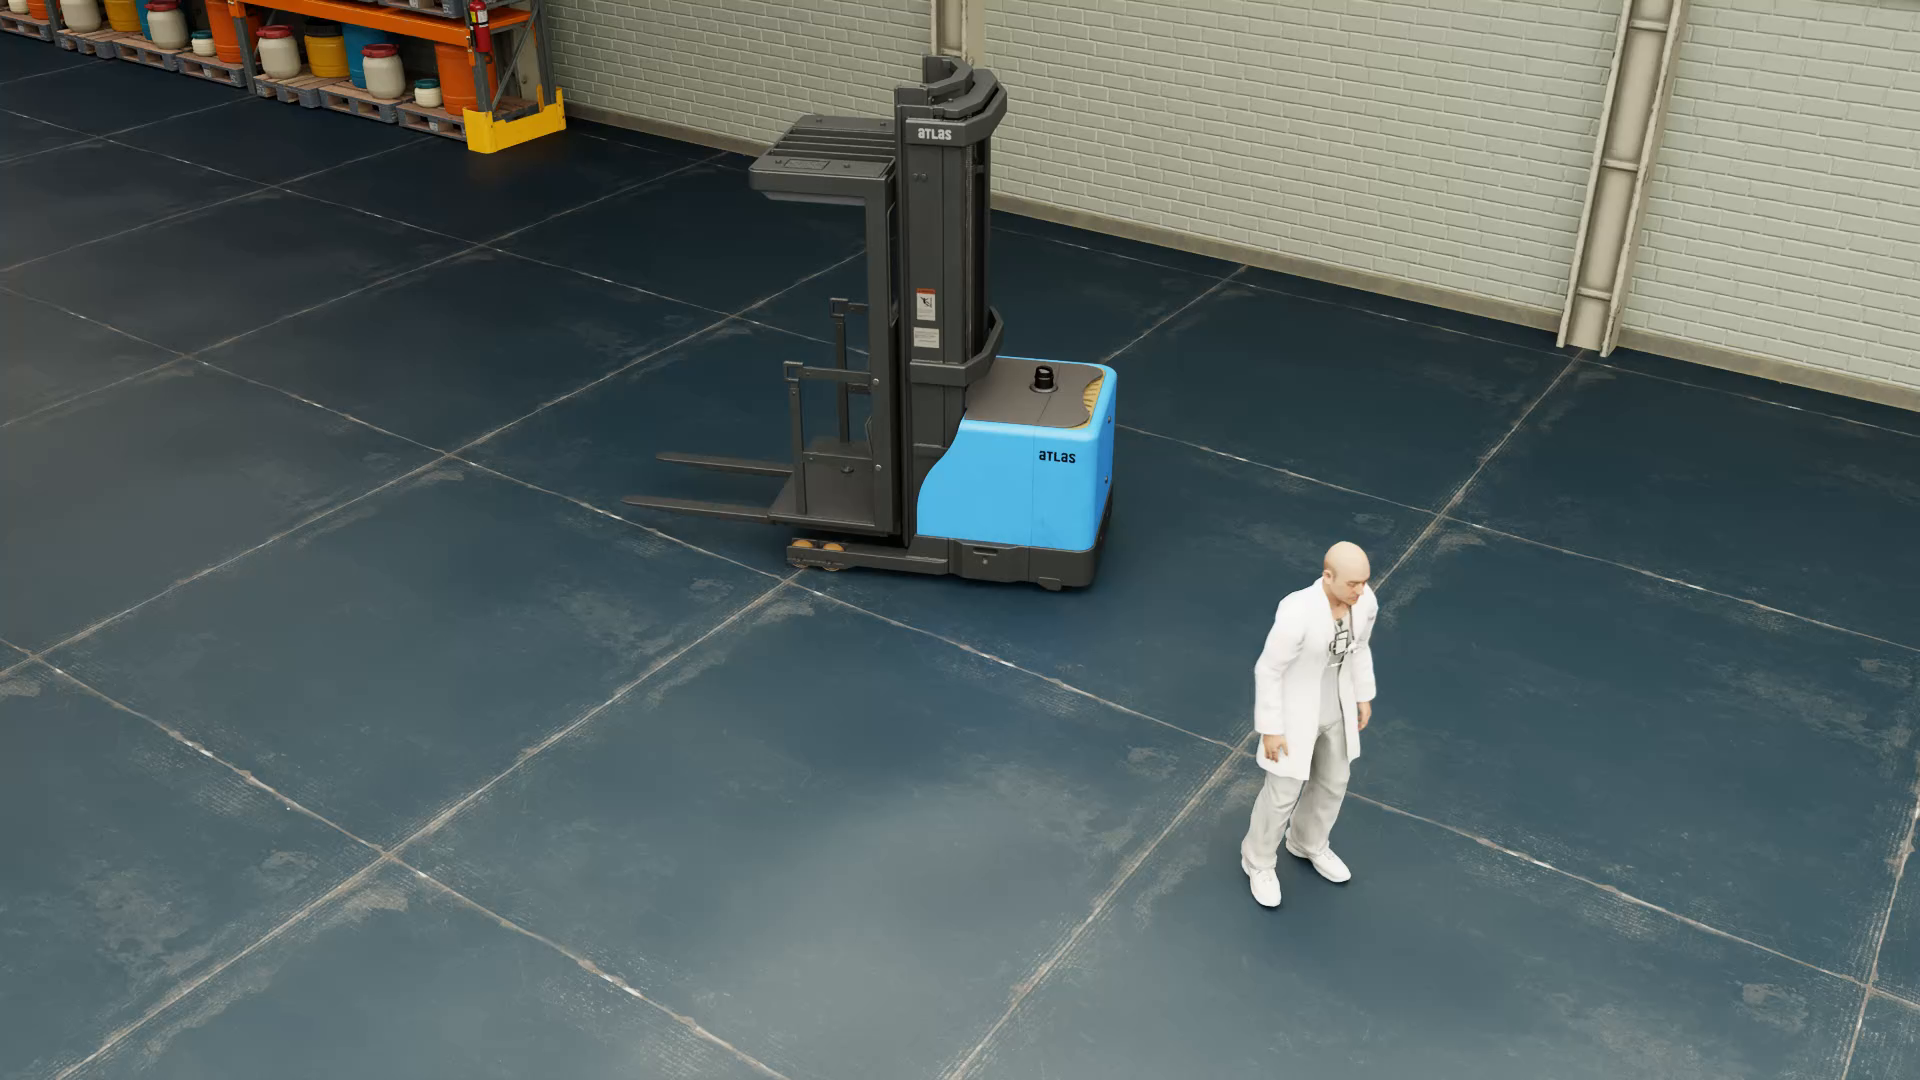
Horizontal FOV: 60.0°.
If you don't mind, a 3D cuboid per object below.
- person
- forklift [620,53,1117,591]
[{"bbox_3d":[1.582,0.776,7.397,0.653,1.774,0.431,-15,33,-24],"label":"person"},{"bbox_3d":[-0.596,-1.330,9.871,3.031,2.935,1.130,6,31,10],"label":"forklift"}]
